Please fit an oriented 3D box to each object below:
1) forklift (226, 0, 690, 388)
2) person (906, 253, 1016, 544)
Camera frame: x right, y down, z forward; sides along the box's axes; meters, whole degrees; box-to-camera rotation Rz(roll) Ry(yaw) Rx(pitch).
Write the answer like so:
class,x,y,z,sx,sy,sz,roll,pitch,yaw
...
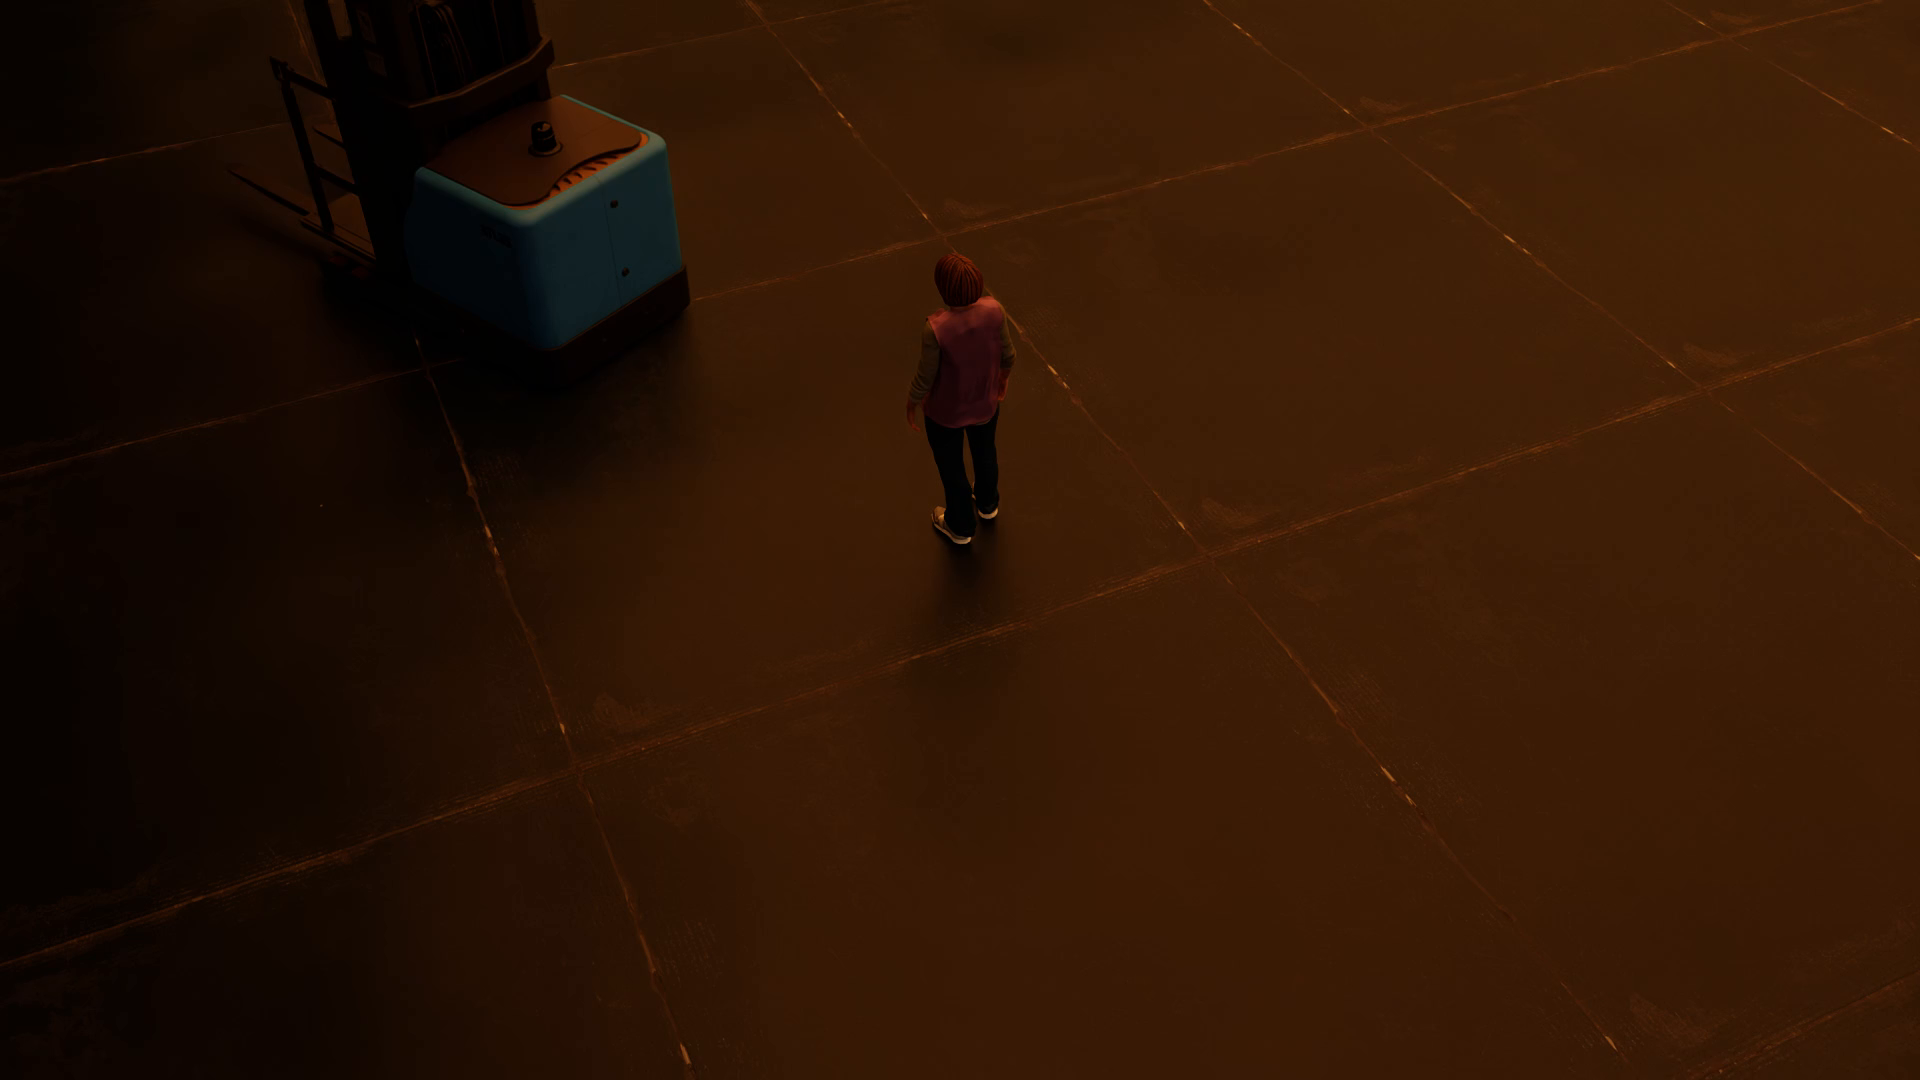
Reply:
class,x,y,z,sx,sy,sz,roll,pitch,yaw
forklift,-2.958,-2.682,8.554,3.031,2.935,1.130,28,50,26
person,-0.018,-0.640,7.332,0.520,1.599,0.473,-18,46,-18
